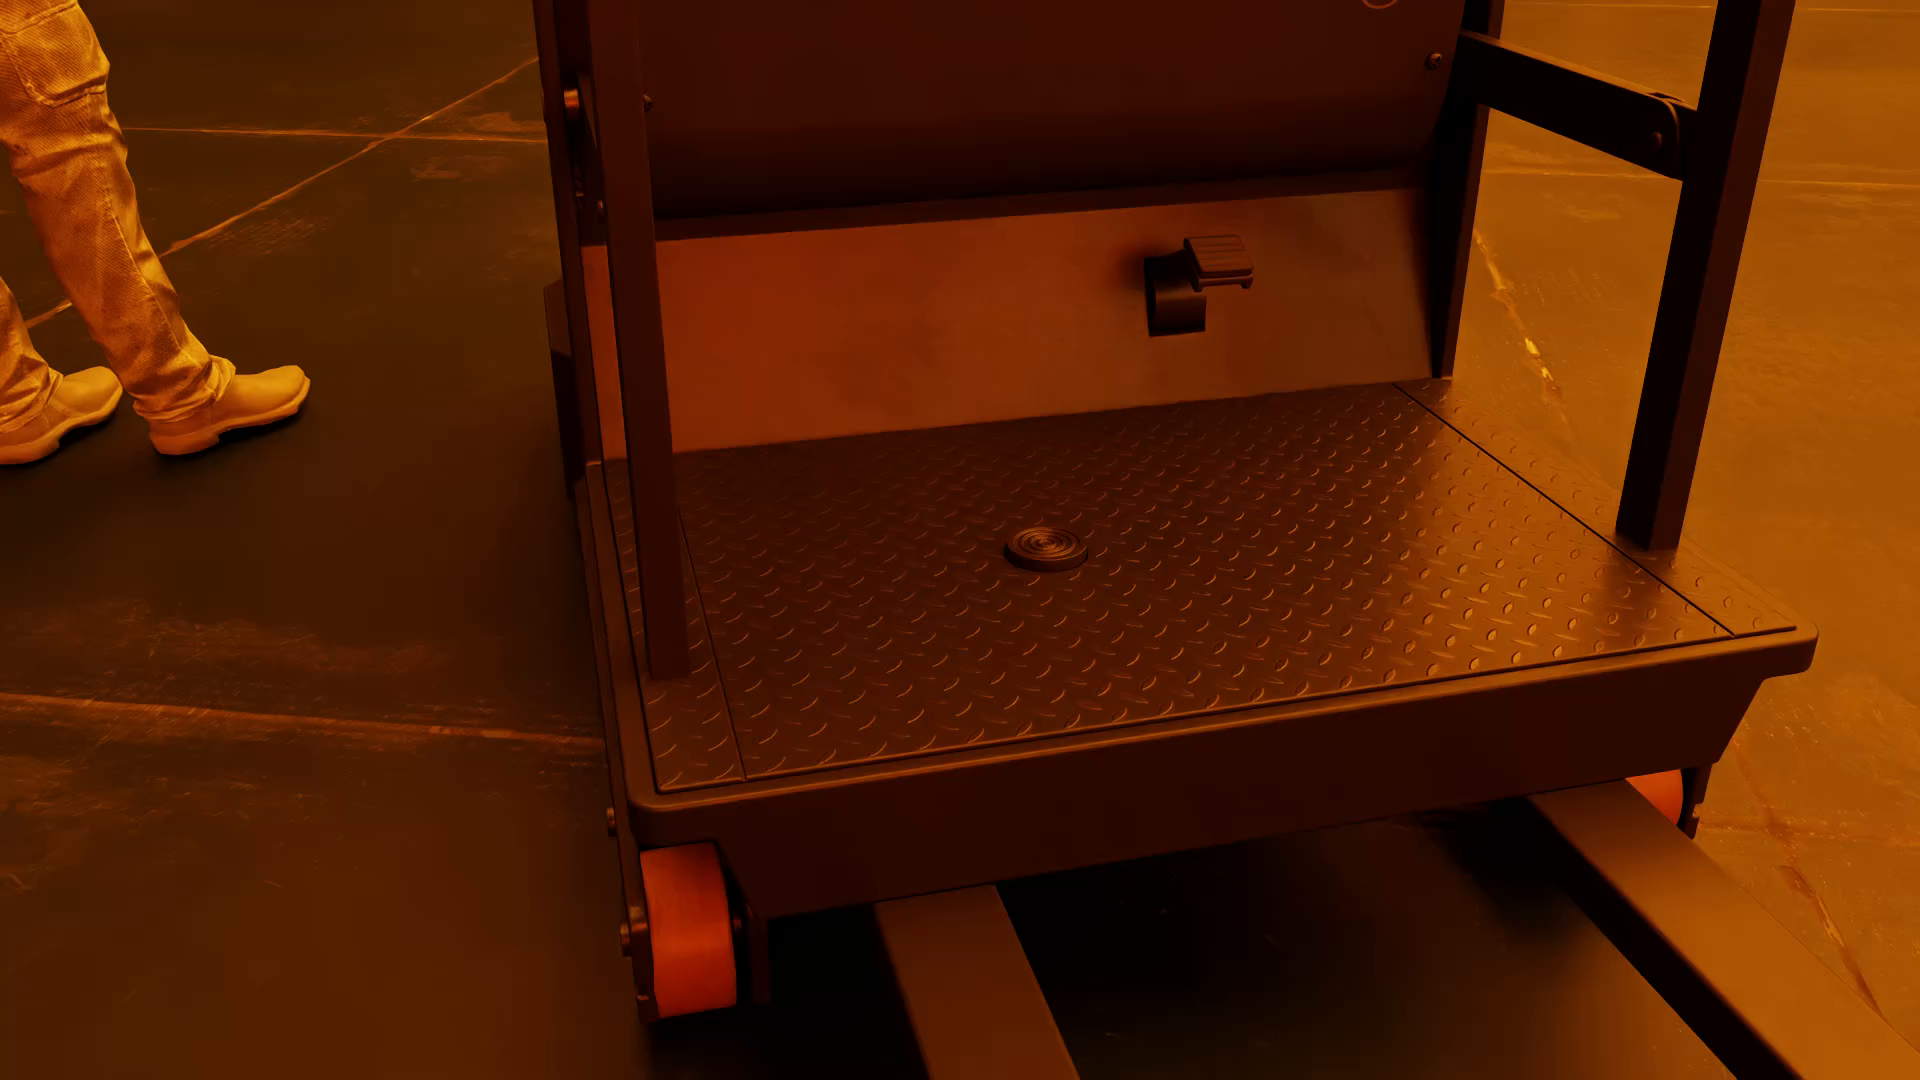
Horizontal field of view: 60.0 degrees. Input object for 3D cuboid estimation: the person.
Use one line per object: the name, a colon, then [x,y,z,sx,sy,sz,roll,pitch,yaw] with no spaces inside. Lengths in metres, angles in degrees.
person: [-1.521,-0.973,2.437,0.656,1.781,0.577,8,28,17]

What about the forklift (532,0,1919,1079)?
forklift: [0.153,-1.049,1.319,1.130,2.935,3.031,-7,27,-13]
